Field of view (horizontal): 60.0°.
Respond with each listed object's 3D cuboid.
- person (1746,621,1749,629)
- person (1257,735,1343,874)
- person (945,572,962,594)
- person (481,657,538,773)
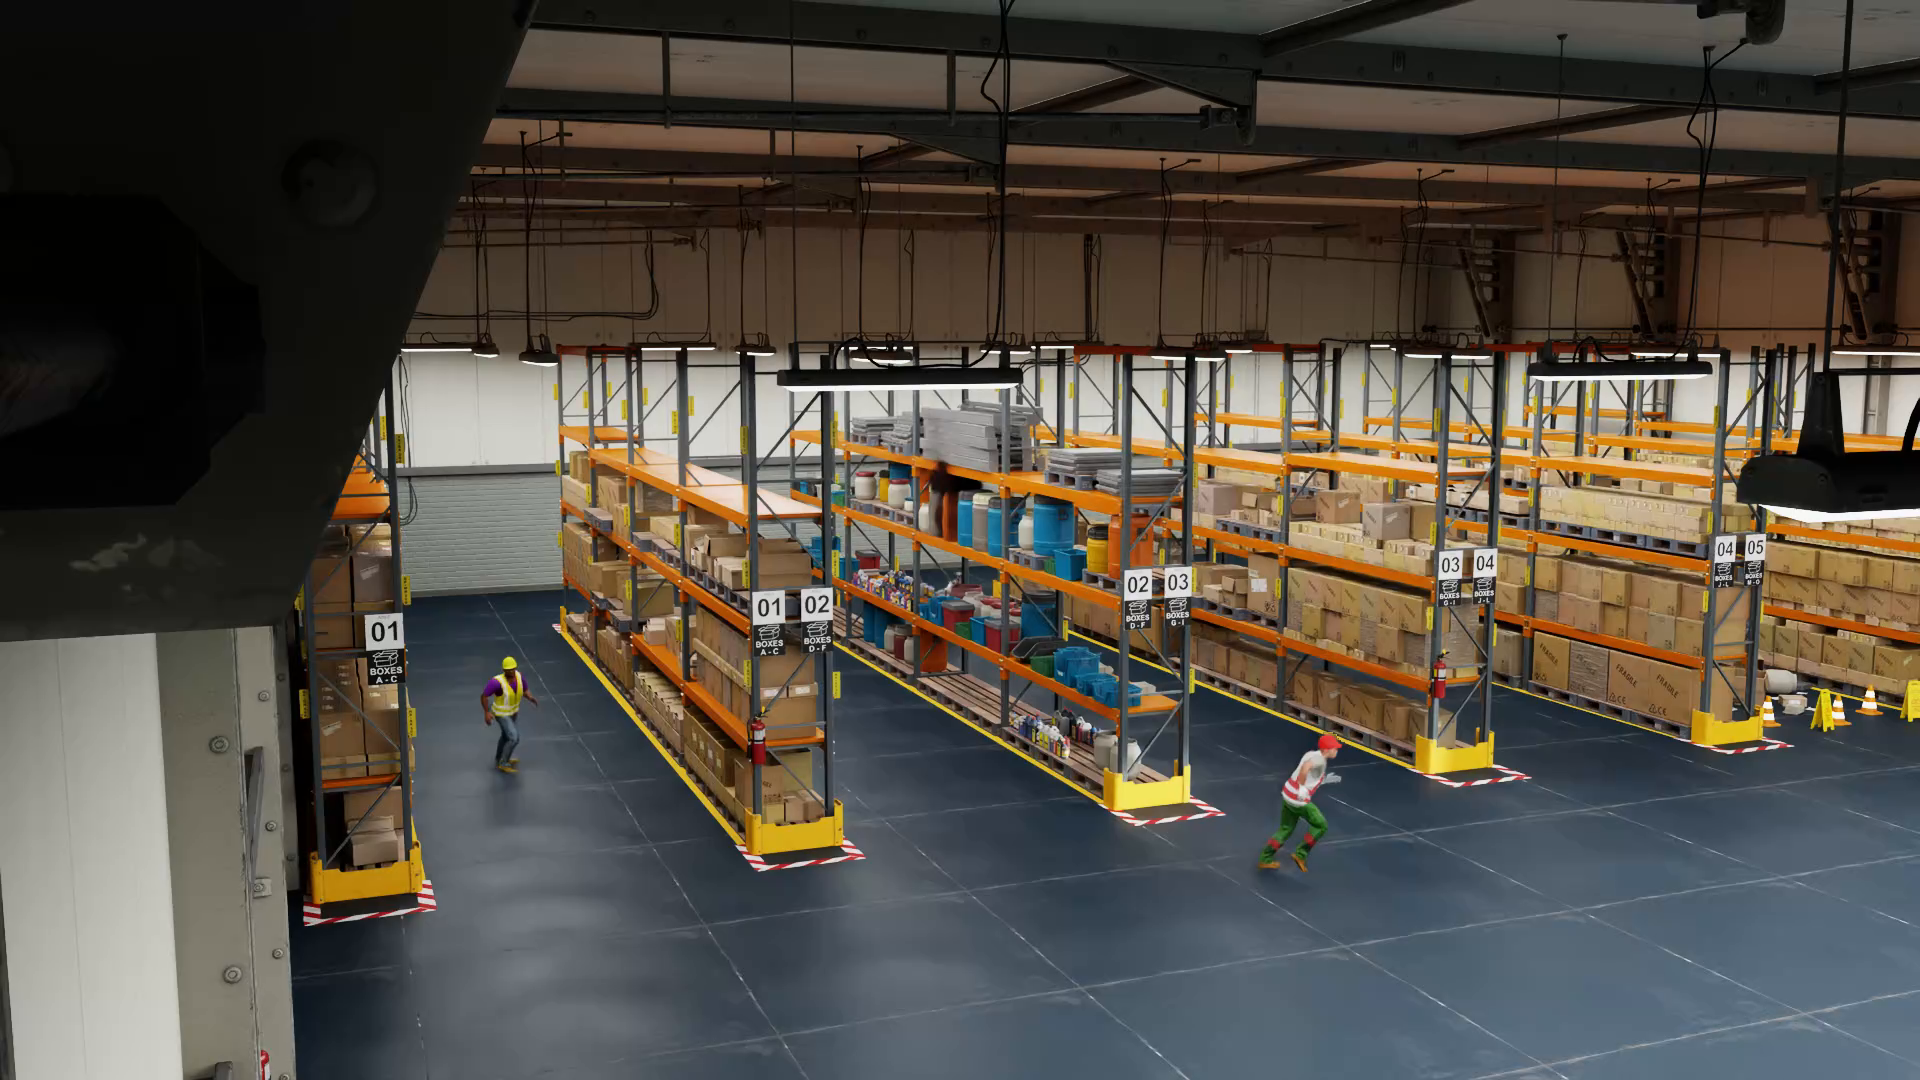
[{"bbox_3d":[15.753,1.118,34.094,0.679,1.764,0.957,-3,8,-24],"label":"person"},{"bbox_3d":[3.963,3.084,19.296,0.978,1.656,0.704,0,7,-3],"label":"person"},{"bbox_3d":[-0.248,1.326,33.978,0.602,1.464,1.107,-7,10,-43],"label":"person"},{"bbox_3d":[-6.446,2.501,23.852,0.839,1.723,0.681,3,8,19],"label":"person"}]
